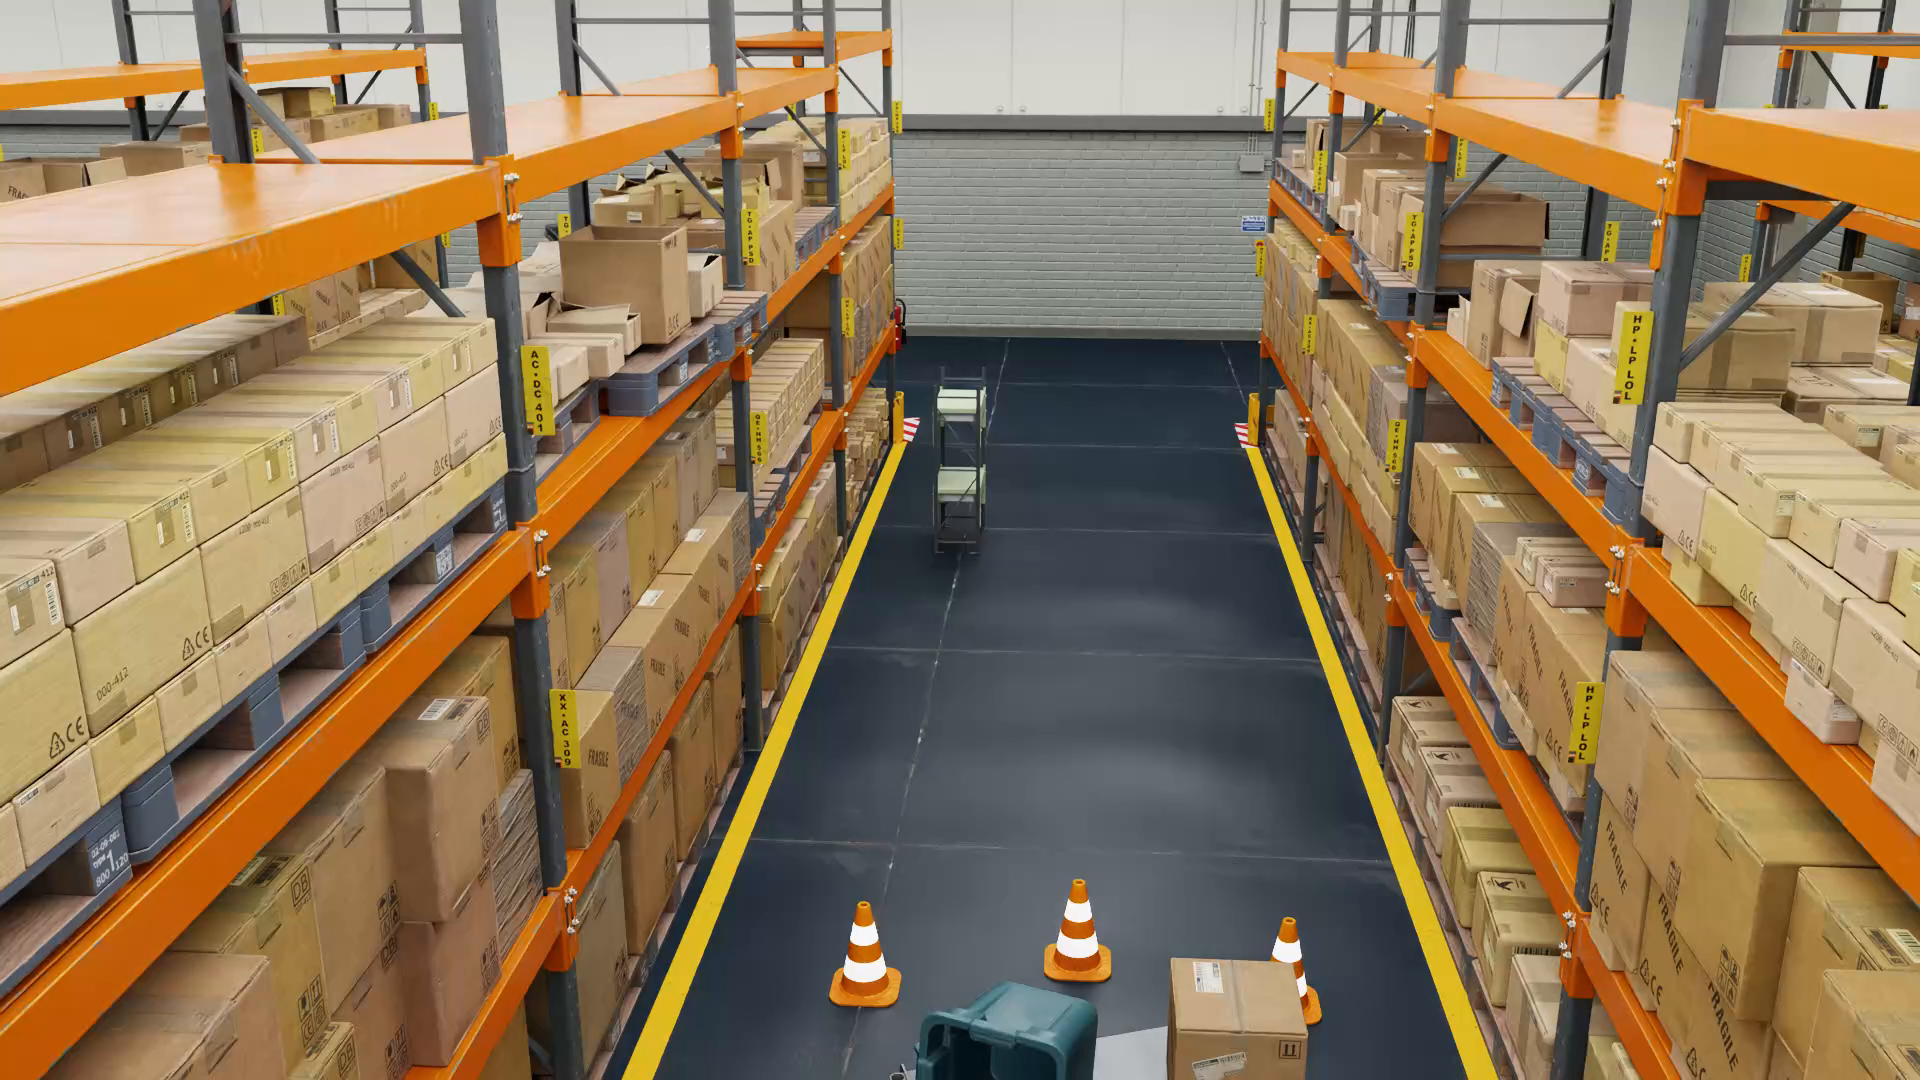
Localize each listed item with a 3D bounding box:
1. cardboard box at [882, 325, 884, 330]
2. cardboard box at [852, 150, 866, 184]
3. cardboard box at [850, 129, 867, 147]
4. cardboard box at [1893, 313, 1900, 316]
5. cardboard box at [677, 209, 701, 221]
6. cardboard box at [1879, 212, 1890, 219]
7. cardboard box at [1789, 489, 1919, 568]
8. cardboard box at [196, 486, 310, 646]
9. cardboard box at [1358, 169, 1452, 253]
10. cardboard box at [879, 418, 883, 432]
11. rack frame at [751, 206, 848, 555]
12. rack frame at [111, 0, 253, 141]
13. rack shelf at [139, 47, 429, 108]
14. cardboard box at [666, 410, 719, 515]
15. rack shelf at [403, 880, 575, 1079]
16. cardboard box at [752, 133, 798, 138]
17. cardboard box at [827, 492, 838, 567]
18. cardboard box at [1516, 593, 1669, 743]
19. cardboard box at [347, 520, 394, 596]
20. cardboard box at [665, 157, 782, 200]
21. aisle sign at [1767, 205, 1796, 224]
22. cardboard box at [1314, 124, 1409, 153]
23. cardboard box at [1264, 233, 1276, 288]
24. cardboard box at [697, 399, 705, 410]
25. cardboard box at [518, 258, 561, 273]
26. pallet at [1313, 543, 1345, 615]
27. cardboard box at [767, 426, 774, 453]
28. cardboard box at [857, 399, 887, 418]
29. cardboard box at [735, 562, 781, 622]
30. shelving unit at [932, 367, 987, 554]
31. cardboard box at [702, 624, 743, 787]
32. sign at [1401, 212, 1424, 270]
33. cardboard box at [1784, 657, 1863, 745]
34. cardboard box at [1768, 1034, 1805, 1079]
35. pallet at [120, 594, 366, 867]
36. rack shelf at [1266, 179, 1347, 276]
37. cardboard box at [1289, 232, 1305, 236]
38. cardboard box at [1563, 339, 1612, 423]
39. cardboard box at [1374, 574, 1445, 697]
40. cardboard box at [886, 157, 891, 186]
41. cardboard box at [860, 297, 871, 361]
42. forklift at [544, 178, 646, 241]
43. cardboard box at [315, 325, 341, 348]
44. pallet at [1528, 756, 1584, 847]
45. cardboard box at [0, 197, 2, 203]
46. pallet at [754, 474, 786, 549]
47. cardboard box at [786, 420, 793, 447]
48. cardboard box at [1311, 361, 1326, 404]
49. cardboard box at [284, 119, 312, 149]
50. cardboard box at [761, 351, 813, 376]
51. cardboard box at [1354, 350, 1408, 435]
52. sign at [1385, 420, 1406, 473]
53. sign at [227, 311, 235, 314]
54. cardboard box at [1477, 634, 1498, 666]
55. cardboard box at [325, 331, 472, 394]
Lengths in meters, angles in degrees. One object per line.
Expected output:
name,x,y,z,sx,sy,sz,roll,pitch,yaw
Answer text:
cardboard box,-1.003,-2.261,17.410,0.380,0.149,0.250,1,18,4
cardboard box,-1.129,-3.369,15.007,0.500,0.250,0.500,2,18,5
cardboard box,-1.070,-3.758,15.556,0.380,0.149,0.250,1,18,2
cardboard box,8.883,-2.137,16.390,0.500,0.250,0.500,1,18,4
cardboard box,-1.970,-1.891,10.900,0.500,0.500,0.500,1,18,4
cardboard box,8.253,-2.875,14.467,0.380,0.149,0.250,2,18,6
cardboard box,2.499,-0.030,4.504,0.380,0.149,0.250,1,18,2
cardboard box,-1.955,0.048,4.071,0.500,0.250,0.500,1,18,4
cardboard box,3.002,-2.227,11.250,0.500,0.500,0.500,1,18,4
cardboard box,-0.995,-1.219,17.252,0.380,0.149,0.250,1,18,2
rack frame,-1.493,-1.322,14.141,1.000,3.000,0.127,1,18,4
rack frame,-6.433,-4.315,13.640,1.000,3.000,0.127,1,18,4
rack shelf,-6.290,-4.404,15.710,1.077,0.370,4.000,1,18,4
cardboard box,-1.822,-0.463,9.753,0.700,0.500,0.500,1,18,4
rack shelf,-2.210,2.125,4.774,1.077,0.370,4.000,1,18,4
cardboard box,-1.677,-3.609,15.100,0.380,0.149,0.250,1,18,4
cardboard box,-1.295,-0.098,13.746,0.500,0.500,0.500,1,18,3
cardboard box,2.716,0.551,7.113,0.500,0.500,0.500,1,18,4
cardboard box,-1.847,0.045,4.720,0.380,0.149,0.250,2,18,5
cardboard box,-1.735,-2.519,12.137,0.797,0.503,0.637,1,18,3
aisle sign,8.401,-3.639,17.036,0.394,0.787,0.004,1,18,4
cardboard box,3.516,-3.384,14.616,0.797,0.503,0.637,3,18,8
cardboard box,3.420,-2.865,17.084,0.500,0.500,0.500,1,18,3
cardboard box,-2.090,-0.946,12.244,0.380,0.149,0.250,1,18,3
cardboard box,-2.087,-1.306,8.679,0.500,0.250,0.500,2,18,5
pallet,3.471,0.323,13.597,1.003,0.211,1.213,1,18,4
cardboard box,-1.494,-0.693,11.471,0.380,0.149,0.250,1,18,4
cardboard box,-0.959,-1.362,17.211,0.380,0.149,0.250,1,18,3
cardboard box,-1.489,0.343,11.194,0.500,0.250,0.500,0,18,1
shelving unit,0.000,-0.711,14.683,0.431,1.500,0.755,1,18,4
cardboard box,-1.913,0.977,10.063,1.050,0.750,0.750,1,18,3
sign,2.612,-1.724,9.594,0.100,0.325,0.005,1,18,4
cardboard box,2.431,0.425,4.394,0.380,0.149,0.250,1,18,3
cardboard box,2.490,1.653,4.424,0.500,0.500,0.500,1,18,5
pallet,-2.226,0.411,4.177,1.003,0.211,1.213,1,18,4
rack shelf,3.595,-2.948,15.440,1.077,0.370,4.000,1,18,4
cardboard box,3.389,-2.886,16.106,0.380,0.149,0.250,1,18,4
cardboard box,2.816,-0.654,6.850,0.500,0.250,0.500,2,18,5
cardboard box,3.297,0.597,11.023,0.875,0.875,0.875,1,18,3
cardboard box,-0.975,-3.771,17.039,0.500,0.250,0.500,1,18,3
cardboard box,-1.106,-1.969,15.476,0.500,0.500,0.500,1,18,3
forklift,-3.474,-2.022,16.387,3.031,2.935,1.130,-7,19,-20
cardboard box,-6.098,-1.829,15.450,0.500,0.250,0.500,1,18,4
pallet,3.078,1.099,7.061,1.003,0.211,1.213,1,18,4
cardboard box,-6.748,-2.087,10.818,0.797,0.503,0.637,2,18,7
pallet,-1.835,-0.212,11.062,1.213,0.211,1.003,1,18,4
cardboard box,-1.434,-0.787,12.237,0.380,0.149,0.250,1,18,2
cardboard box,3.138,-1.279,13.447,0.500,0.250,0.500,1,18,2
cardboard box,-6.394,-3.596,15.266,0.700,0.500,0.500,2,18,7
cardboard box,-1.366,-1.392,13.129,0.380,0.149,0.250,1,18,2
cardboard box,3.011,-1.003,11.402,0.500,0.500,0.500,1,18,4
sign,2.611,-0.562,9.962,0.100,0.325,0.005,1,18,4
sign,-2.609,-0.667,5.989,0.100,0.325,0.005,1,18,4
cardboard box,2.792,0.517,8.258,0.380,0.149,0.250,2,18,6
cardboard box,-1.793,-0.570,5.317,0.380,0.149,0.250,1,18,4
